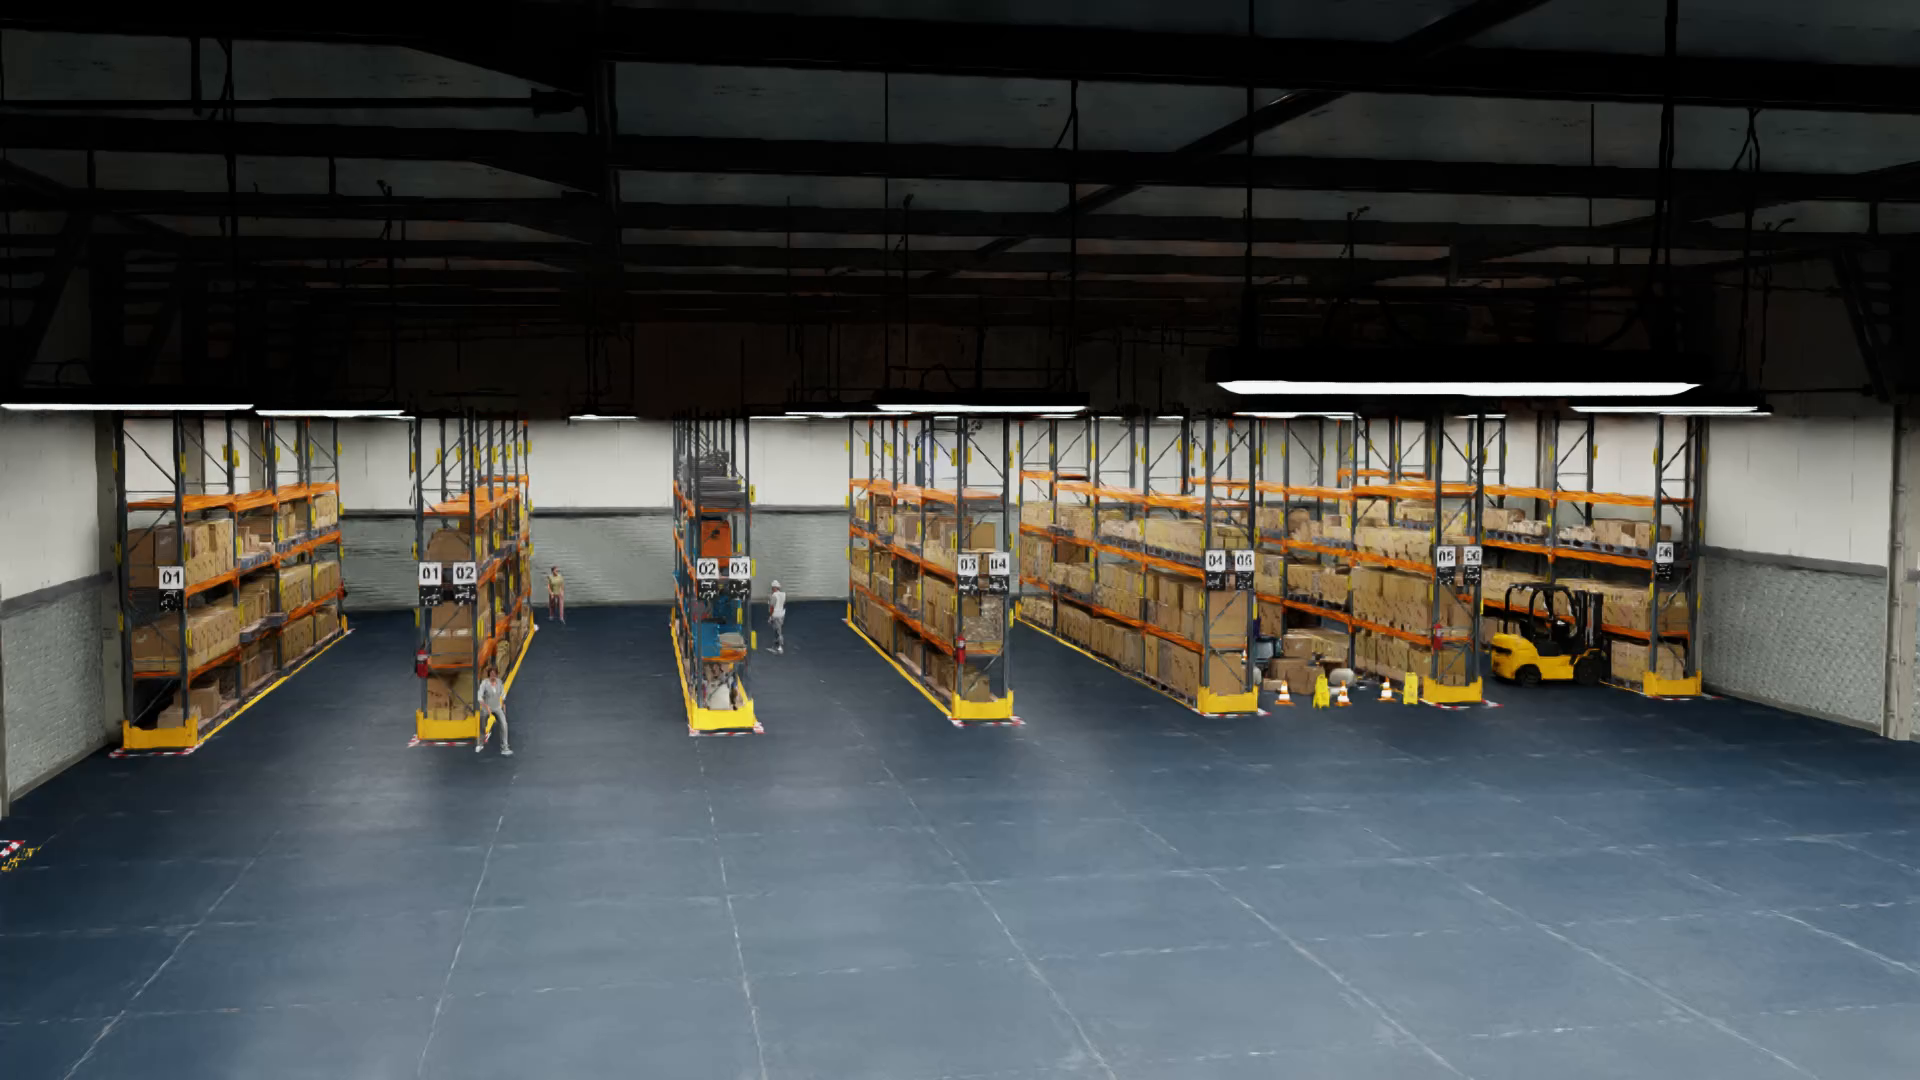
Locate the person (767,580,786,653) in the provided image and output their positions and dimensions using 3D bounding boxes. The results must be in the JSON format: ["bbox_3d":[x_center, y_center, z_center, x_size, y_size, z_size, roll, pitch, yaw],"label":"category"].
[{"bbox_3d":[-4.566,1.887,41.204,0.583,1.782,0.665,1,4,19],"label":"person"}]

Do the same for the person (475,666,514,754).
[{"bbox_3d":[-8.069,2.909,28.633,0.544,1.524,0.785,-2,5,-29],"label":"person"}]

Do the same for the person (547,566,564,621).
[{"bbox_3d":[-11.608,1.518,47.739,0.470,1.588,1.081,-2,4,-20],"label":"person"}]

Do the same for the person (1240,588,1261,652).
[{"bbox_3d":[7.187,1.975,41.013,0.567,1.641,0.611,1,4,12],"label":"person"}]
